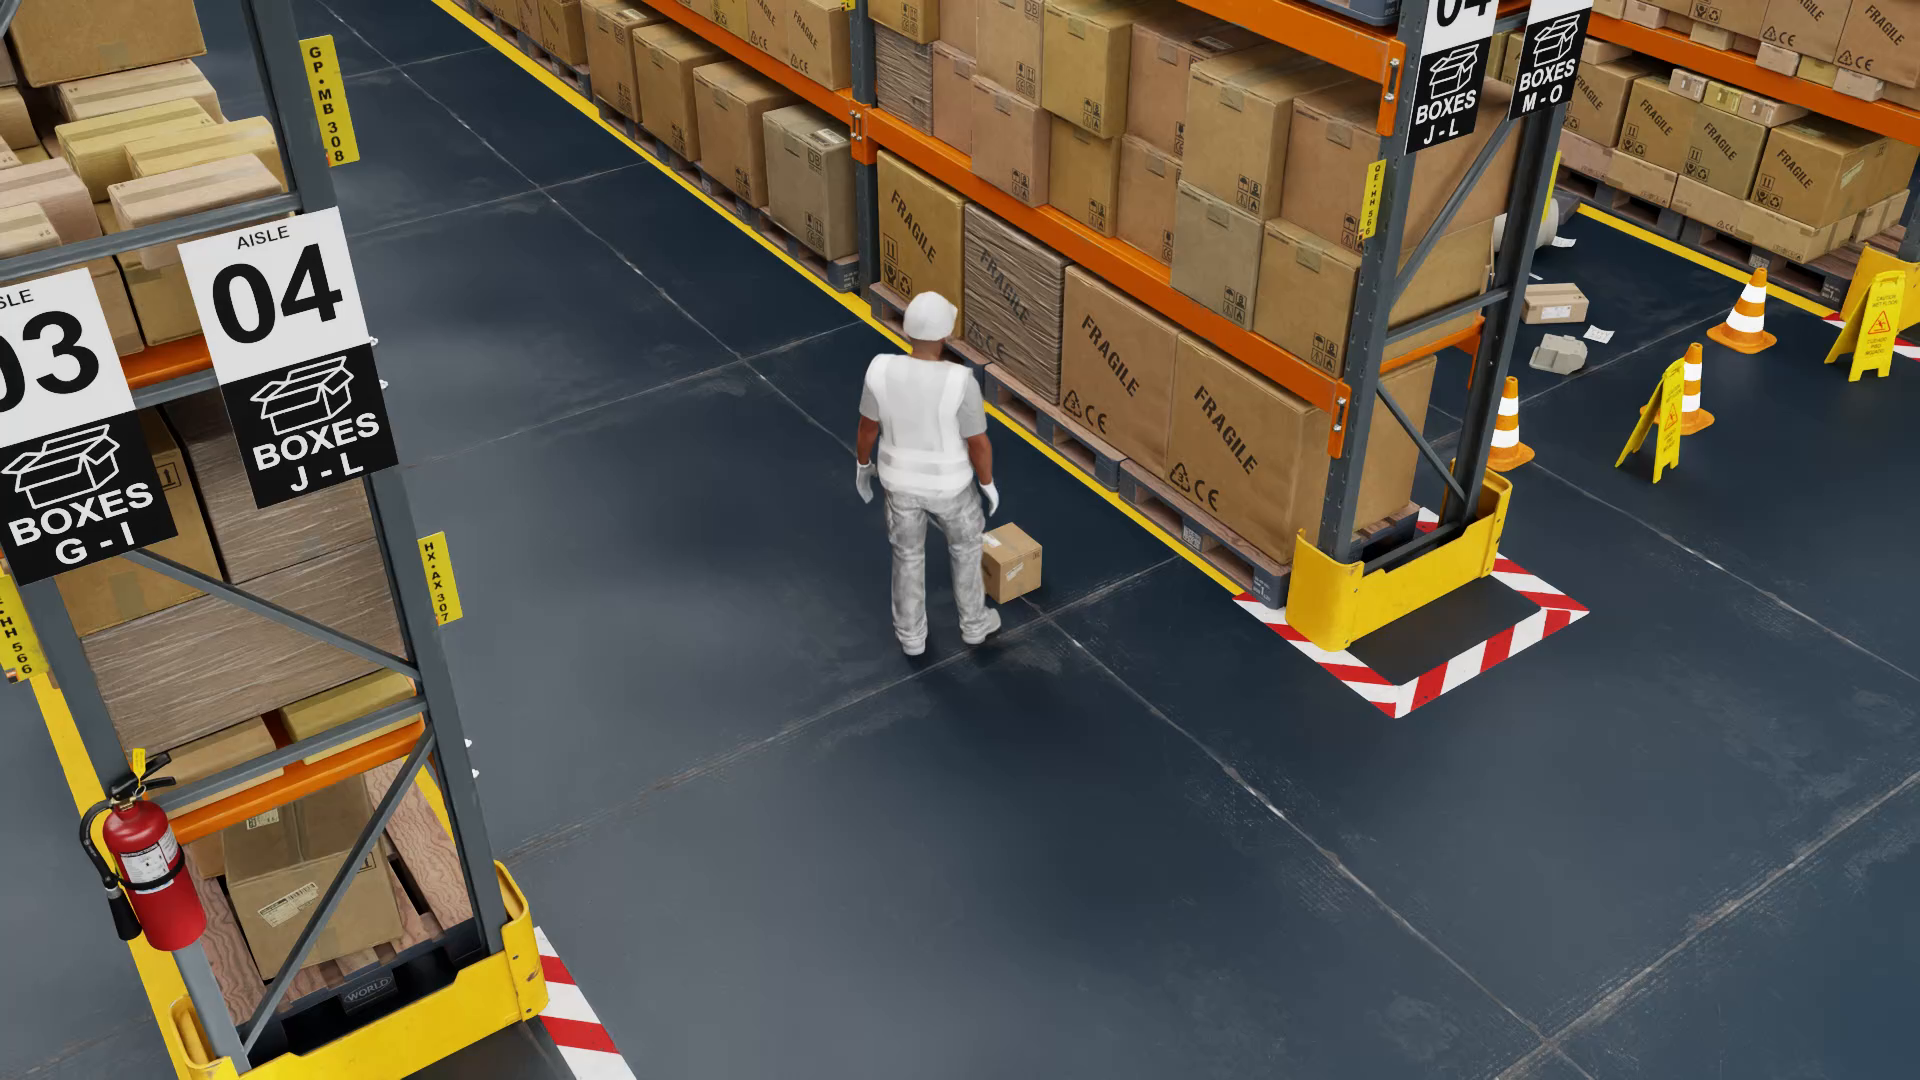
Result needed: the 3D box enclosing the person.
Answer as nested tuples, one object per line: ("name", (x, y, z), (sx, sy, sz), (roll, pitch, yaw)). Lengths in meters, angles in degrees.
("person", (-0.139, -0.282, 7.380), (0.650, 1.810, 0.438), (8, 37, 11))
